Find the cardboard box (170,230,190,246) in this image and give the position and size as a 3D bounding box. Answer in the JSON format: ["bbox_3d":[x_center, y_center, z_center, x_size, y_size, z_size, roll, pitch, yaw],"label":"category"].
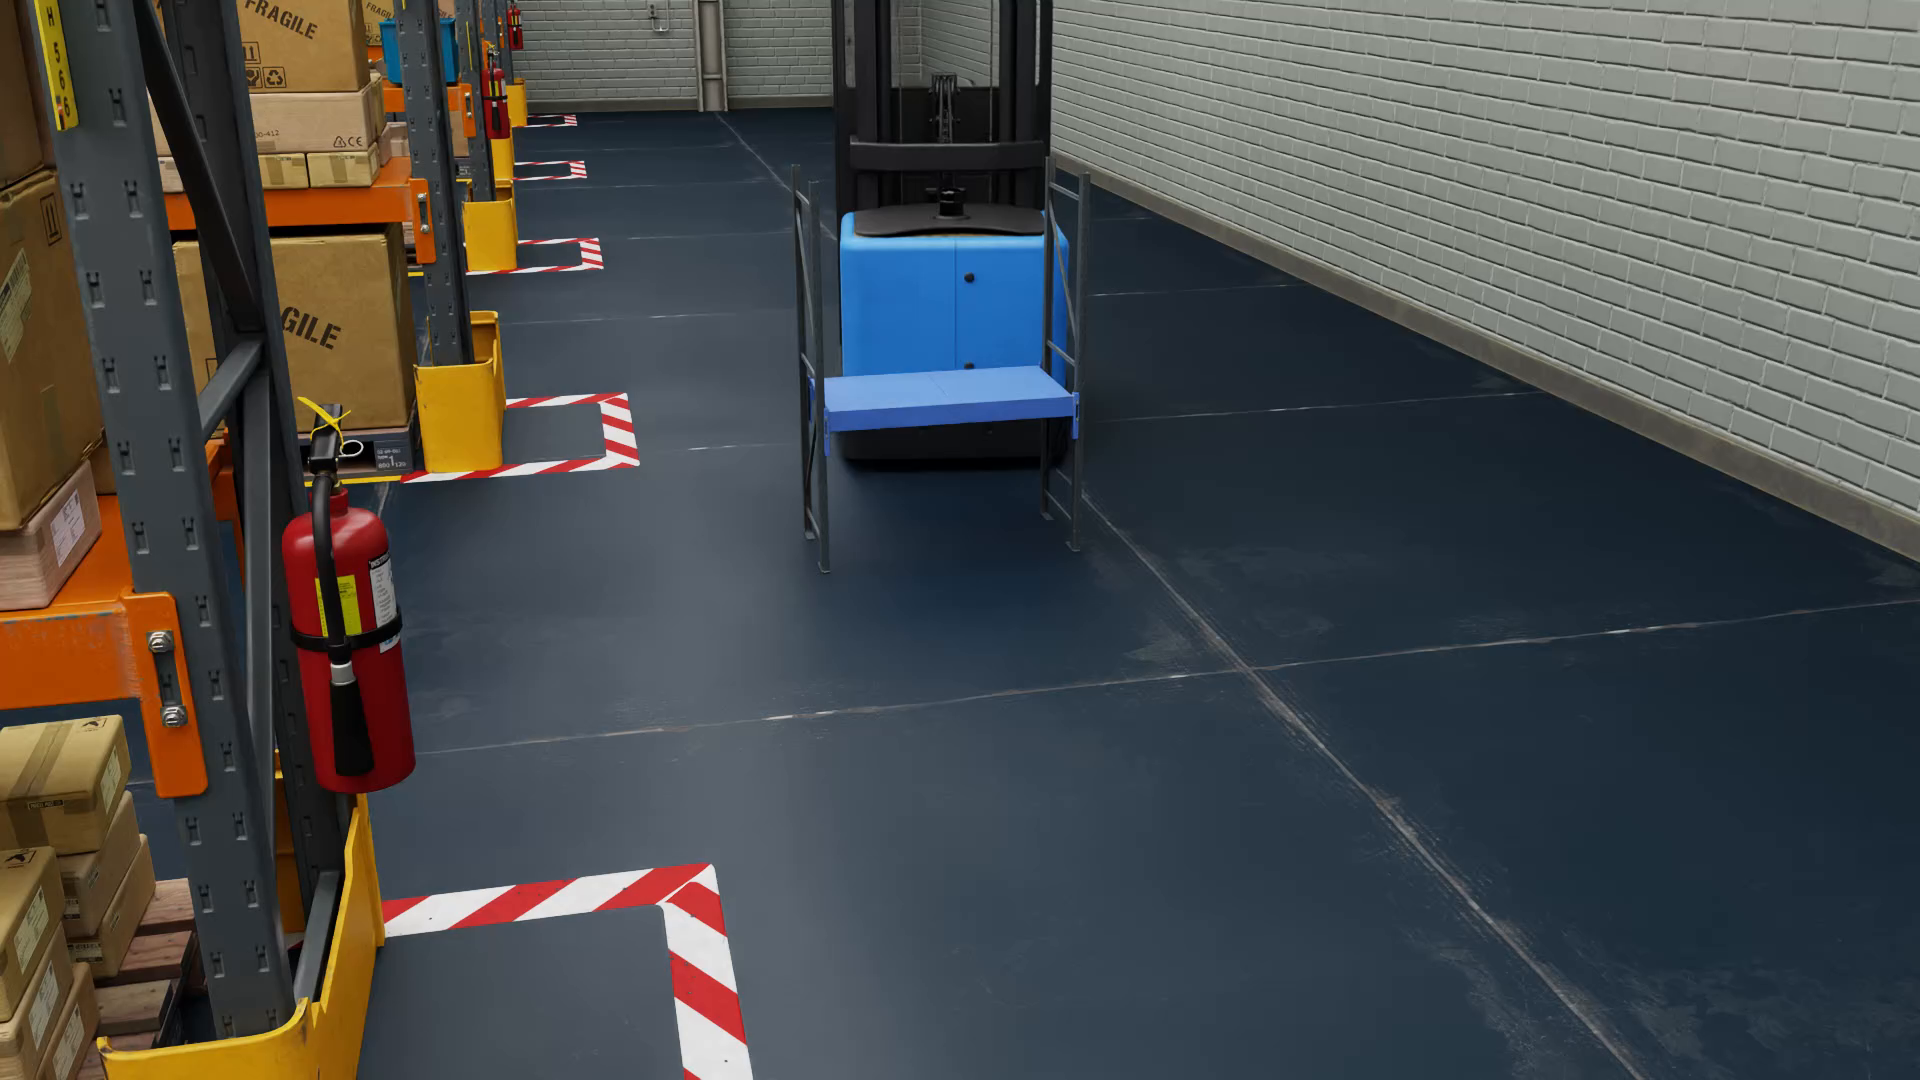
[{"bbox_3d":[-3.939,-0.966,7.570,0.875,0.875,0.875,-5,21,-12],"label":"cardboard box"}]

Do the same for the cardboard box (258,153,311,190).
[{"bbox_3d":[-2.972,-1.639,7.292,0.250,0.149,0.380,-4,21,-12],"label":"cardboard box"}]

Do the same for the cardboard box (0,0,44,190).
[{"bbox_3d":[-1.794,-0.785,2.564,0.500,0.500,0.500,-5,21,-14],"label":"cardboard box"}]

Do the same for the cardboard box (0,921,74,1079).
[{"bbox_3d":[-1.854,0.891,3.123,0.250,0.149,0.380,-5,21,-14],"label":"cardboard box"}]

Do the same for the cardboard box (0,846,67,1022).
[{"bbox_3d":[-1.863,0.741,3.100,0.250,0.149,0.380,-4,21,-12],"label":"cardboard box"}]

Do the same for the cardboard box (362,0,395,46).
[{"bbox_3d":[-5.602,-5.111,16.260,0.500,0.500,0.500,-4,21,-12],"label":"cardboard box"}]

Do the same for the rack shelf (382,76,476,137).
[{"bbox_3d":[-5.535,-3.078,11.902,4.000,0.370,1.077,-5,21,-12],"label":"rack shelf"}]

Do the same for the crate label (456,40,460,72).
[{"bbox_3d":[-3.905,-3.614,12.477,0.303,0.233,0.416,-5,21,-12],"label":"crate label"}]

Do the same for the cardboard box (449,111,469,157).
[{"bbox_3d":[-5.197,-4.140,16.749,0.500,0.500,0.500,-5,21,-12],"label":"cardboard box"}]

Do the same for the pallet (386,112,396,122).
[{"bbox_3d":[-7.813,-5.396,21.239,1.213,0.211,1.003,-5,21,-12],"label":"pallet"}]

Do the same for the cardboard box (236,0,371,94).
[{"bbox_3d":[-2.863,-2.211,7.185,0.500,0.500,0.500,-4,21,-12],"label":"cardboard box"}]

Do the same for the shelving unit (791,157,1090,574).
[{"bbox_3d":[-0.083,-0.697,6.538,1.048,1.500,0.538,-5,21,-12],"label":"shelving unit"}]

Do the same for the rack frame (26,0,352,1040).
[{"bbox_3d":[-1.406,-0.248,3.130,0.127,3.000,1.000,-5,21,-12],"label":"rack frame"}]

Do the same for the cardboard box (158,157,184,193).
[{"bbox_3d":[-3.461,-1.600,7.186,0.250,0.149,0.380,-4,21,-12],"label":"cardboard box"}]

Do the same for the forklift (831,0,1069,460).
[{"bbox_3d":[-0.103,-2.203,8.567,1.130,2.935,3.031,-1,20,-3],"label":"forklift"}]

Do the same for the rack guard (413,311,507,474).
[{"bbox_3d":[-2.426,-0.744,8.120,0.348,0.500,1.175,-5,21,-12],"label":"rack guard"}]

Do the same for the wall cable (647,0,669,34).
[{"bbox_3d":[-4.840,-7.785,22.230,1.851,1.984,0.084,-5,21,-12],"label":"wall cable"}]

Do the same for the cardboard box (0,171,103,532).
[{"bbox_3d":[-1.784,-0.313,2.730,0.500,0.500,0.500,-4,21,-11],"label":"cardboard box"}]

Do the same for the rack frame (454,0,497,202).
[{"bbox_3d":[-3.589,-3.574,12.211,0.127,3.000,1.000,-5,21,-12],"label":"rack frame"}]

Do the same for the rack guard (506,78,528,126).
[{"bbox_3d":[-5.845,-5.718,21.699,0.348,0.500,1.175,-5,21,-12],"label":"rack guard"}]

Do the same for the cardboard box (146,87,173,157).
[{"bbox_3d":[-3.353,-1.818,7.203,0.500,0.250,0.500,-5,21,-13],"label":"cardboard box"}]

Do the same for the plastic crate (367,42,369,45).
[{"bbox_3d":[-4.545,-3.562,12.334,0.300,0.233,0.416,-5,21,-12],"label":"plastic crate"}]

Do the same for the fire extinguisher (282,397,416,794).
[{"bbox_3d":[-1.055,0.098,2.841,0.183,0.674,0.296,-5,21,-12],"label":"fire extinguisher"}]

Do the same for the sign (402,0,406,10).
[{"bbox_3d":[-2.338,-2.388,6.946,0.005,0.325,0.100,-5,21,-12],"label":"sign"}]

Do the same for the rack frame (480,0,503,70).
[{"bbox_3d":[-4.725,-5.232,16.738,0.127,3.000,1.000,-5,21,-12],"label":"rack frame"}]

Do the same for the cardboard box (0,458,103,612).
[{"bbox_3d":[-1.658,-0.010,2.845,0.250,0.149,0.380,-5,21,-12],"label":"cardboard box"}]

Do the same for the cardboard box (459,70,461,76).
[{"bbox_3d":[-6.527,-5.825,21.379,0.500,0.500,0.700,-5,21,-12],"label":"cardboard box"}]

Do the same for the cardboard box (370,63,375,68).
[{"bbox_3d":[-7.435,-6.126,21.257,0.250,0.149,0.380,-4,21,-12],"label":"cardboard box"}]

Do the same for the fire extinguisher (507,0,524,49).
[{"bbox_3d":[-5.615,-6.536,20.952,0.183,0.674,0.296,-5,21,-12],"label":"fire extinguisher"}]

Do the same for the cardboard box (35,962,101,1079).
[{"bbox_3d":[-1.870,1.005,3.244,0.250,0.149,0.380,-4,21,-12],"label":"cardboard box"}]

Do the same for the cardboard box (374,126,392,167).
[{"bbox_3d":[-2.870,-1.881,7.953,0.250,0.149,0.380,-4,21,-12],"label":"cardboard box"}]

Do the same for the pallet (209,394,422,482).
[{"bbox_3d":[-3.209,-0.517,7.920,1.213,0.211,1.003,-5,21,-12],"label":"pallet"}]

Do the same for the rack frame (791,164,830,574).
[{"bbox_3d":[-0.578,-0.657,6.428,0.032,1.500,0.500,-5,21,-12],"label":"rack frame"}]

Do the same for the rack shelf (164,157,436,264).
[{"bbox_3d":[-4.395,-1.420,7.376,4.000,0.370,1.077,-5,21,-12],"label":"rack shelf"}]

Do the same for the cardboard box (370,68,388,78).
[{"bbox_3d":[-7.503,-5.745,21.161,0.500,0.500,0.700,-5,21,-14],"label":"cardboard box"}]

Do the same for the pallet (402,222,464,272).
[{"bbox_3d":[-4.400,-2.212,12.547,1.213,0.211,1.003,-5,21,-12],"label":"pallet"}]

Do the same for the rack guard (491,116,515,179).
[{"bbox_3d":[-4.799,-4.053,17.151,0.348,0.500,1.175,-5,21,-12],"label":"rack guard"}]
